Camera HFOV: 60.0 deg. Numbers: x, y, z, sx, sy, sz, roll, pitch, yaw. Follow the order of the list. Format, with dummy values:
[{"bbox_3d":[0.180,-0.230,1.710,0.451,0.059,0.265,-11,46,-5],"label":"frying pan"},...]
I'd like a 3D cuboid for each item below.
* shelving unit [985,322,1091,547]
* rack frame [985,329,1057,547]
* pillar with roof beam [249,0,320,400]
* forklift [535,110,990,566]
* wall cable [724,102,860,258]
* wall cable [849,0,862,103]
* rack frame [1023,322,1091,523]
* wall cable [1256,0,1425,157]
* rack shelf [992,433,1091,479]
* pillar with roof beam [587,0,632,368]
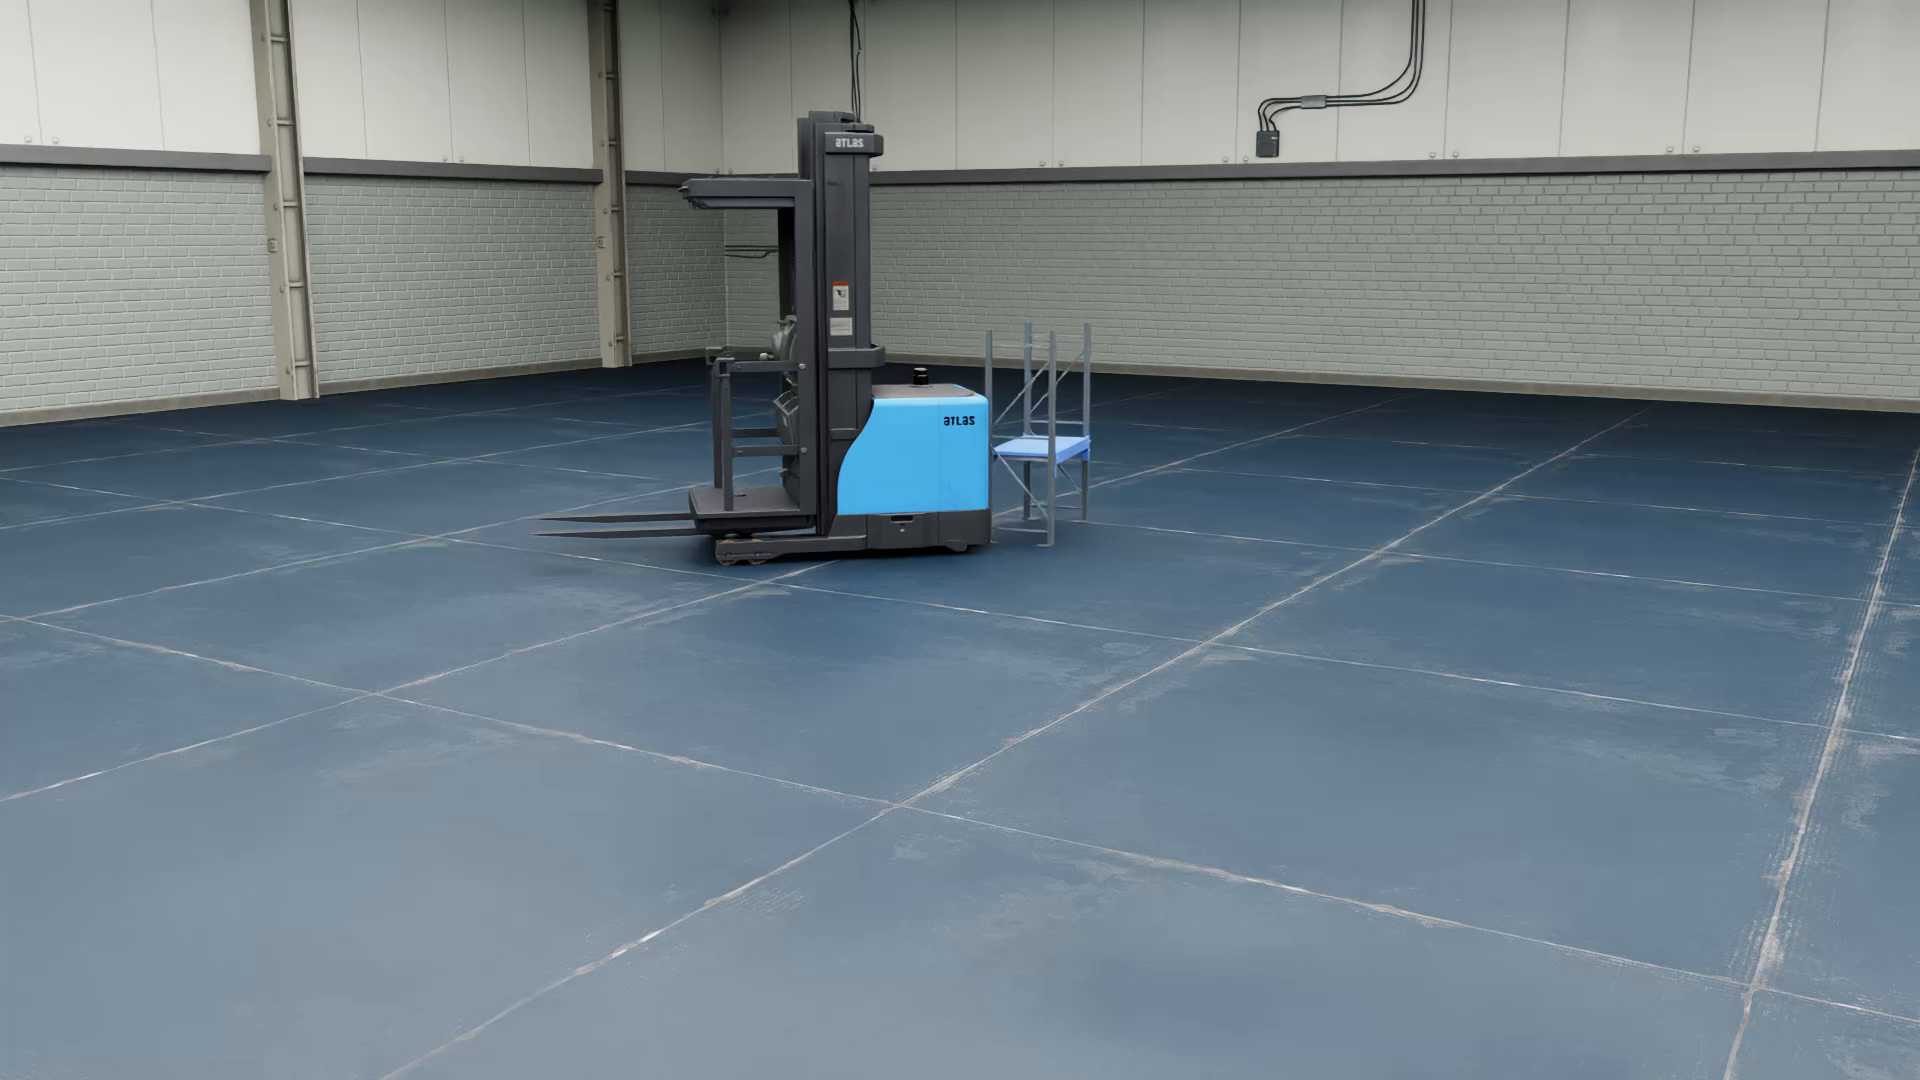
[{"bbox_3d":[0.572,-0.795,12.037,0.538,1.500,1.048,3,11,17],"label":"shelving unit"},{"bbox_3d":[0.418,-0.706,11.561,0.500,1.500,0.032,3,11,17],"label":"rack frame"},{"bbox_3d":[-4.974,-5.868,18.758,9.100,9.000,0.400,6,12,31],"label":"pillar with roof beam"},{"bbox_3d":[-1.365,-1.378,11.266,3.031,2.935,1.130,-2,11,-12],"label":"forklift"},{"bbox_3d":[-2.879,-6.034,28.082,3.097,2.526,0.112,6,12,31],"label":"wall cable"},{"bbox_3d":[-0.567,-8.258,26.236,3.097,2.526,0.112,6,12,31],"label":"wall cable"},{"bbox_3d":[0.727,-0.884,12.513,0.500,1.500,0.032,3,11,17],"label":"rack frame"},{"bbox_3d":[5.226,-8.322,22.625,2.305,6.003,0.169,6,12,31],"label":"wall cable"},{"bbox_3d":[0.572,-0.618,12.071,0.538,0.185,1.000,3,11,17],"label":"rack shelf"},{"bbox_3d":[-1.859,-6.812,23.799,9.100,9.000,0.400,6,12,31],"label":"pillar with roof beam"}]
